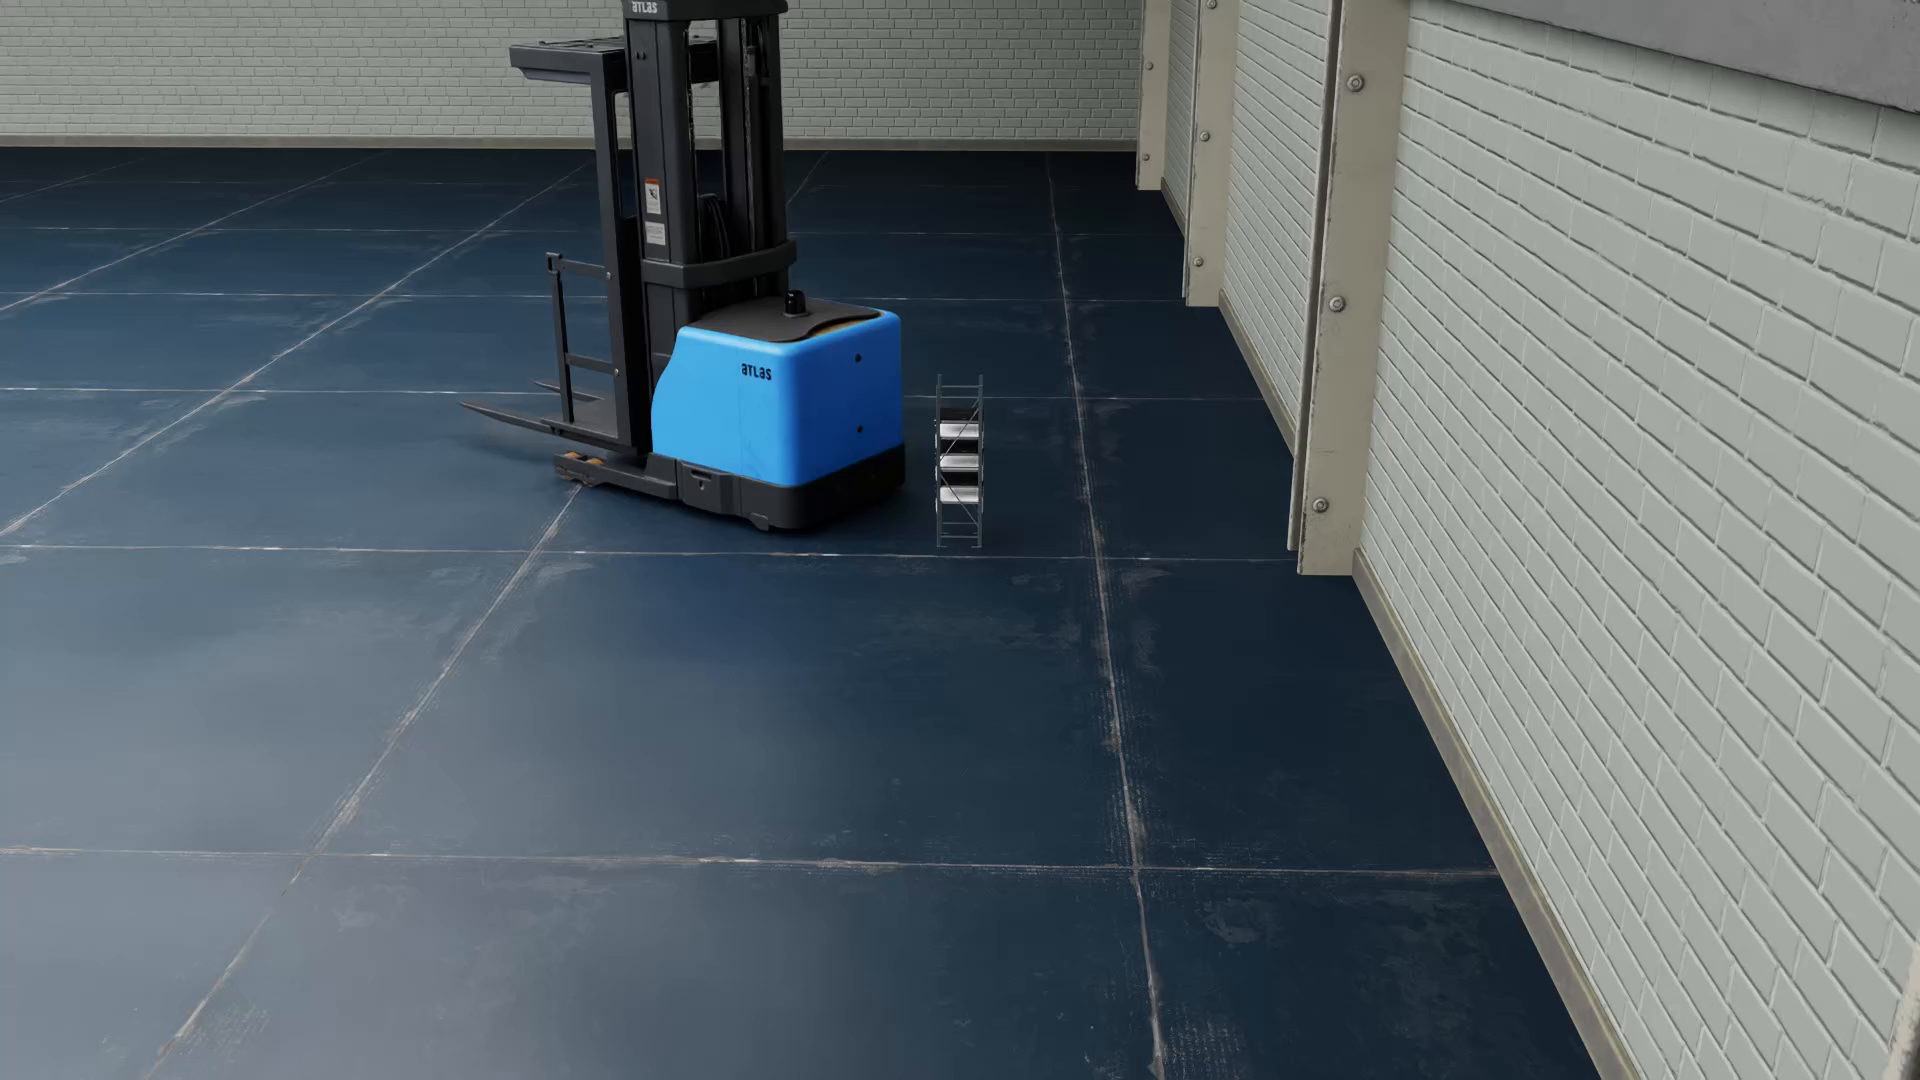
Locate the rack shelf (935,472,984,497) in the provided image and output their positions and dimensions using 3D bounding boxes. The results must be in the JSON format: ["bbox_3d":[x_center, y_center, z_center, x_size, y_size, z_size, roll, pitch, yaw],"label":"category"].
[{"bbox_3d":[0.000,-0.302,8.903,0.258,0.077,0.200,1,21,2],"label":"rack shelf"}]

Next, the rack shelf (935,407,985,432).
[{"bbox_3d":[0.000,-0.637,8.773,0.258,0.077,0.200,1,21,2],"label":"rack shelf"}]

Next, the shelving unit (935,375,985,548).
[{"bbox_3d":[0.000,-0.417,8.859,0.258,0.900,0.210,1,21,2],"label":"shelving unit"}]

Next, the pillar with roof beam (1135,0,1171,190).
[{"bbox_3d":[-2.032,-8.473,18.426,9.100,9.000,0.400,1,21,2],"label":"pillar with roof beam"}]

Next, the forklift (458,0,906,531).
[{"bbox_3d":[-1.809,-1.819,9.665,3.031,2.935,1.130,15,26,33],"label":"forklift"}]

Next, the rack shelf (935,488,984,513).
[{"bbox_3d":[0.000,-0.218,8.936,0.258,0.077,0.200,1,21,2],"label":"rack shelf"}]

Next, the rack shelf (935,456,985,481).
[{"bbox_3d":[0.000,-0.386,8.871,0.258,0.077,0.200,1,21,2],"label":"rack shelf"}]

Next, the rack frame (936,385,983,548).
[{"bbox_3d":[-0.003,-0.380,8.764,0.240,0.900,0.006,1,21,2],"label":"rack frame"}]

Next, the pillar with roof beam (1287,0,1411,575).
[{"bbox_3d":[-2.397,-4.134,7.244,9.100,9.000,0.400,1,21,2],"label":"pillar with roof beam"}]

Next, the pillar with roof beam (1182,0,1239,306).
[{"bbox_3d":[-2.214,-6.304,12.835,9.100,9.000,0.400,1,21,2],"label":"pillar with roof beam"}]

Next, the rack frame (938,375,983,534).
[{"bbox_3d":[0.003,-0.453,8.953,0.240,0.900,0.006,1,21,2],"label":"rack frame"}]

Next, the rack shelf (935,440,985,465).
[{"bbox_3d":[0.000,-0.469,8.838,0.258,0.077,0.200,1,21,2],"label":"rack shelf"}]

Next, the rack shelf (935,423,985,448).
[{"bbox_3d":[0.000,-0.553,8.806,0.258,0.077,0.200,1,21,2],"label":"rack shelf"}]
